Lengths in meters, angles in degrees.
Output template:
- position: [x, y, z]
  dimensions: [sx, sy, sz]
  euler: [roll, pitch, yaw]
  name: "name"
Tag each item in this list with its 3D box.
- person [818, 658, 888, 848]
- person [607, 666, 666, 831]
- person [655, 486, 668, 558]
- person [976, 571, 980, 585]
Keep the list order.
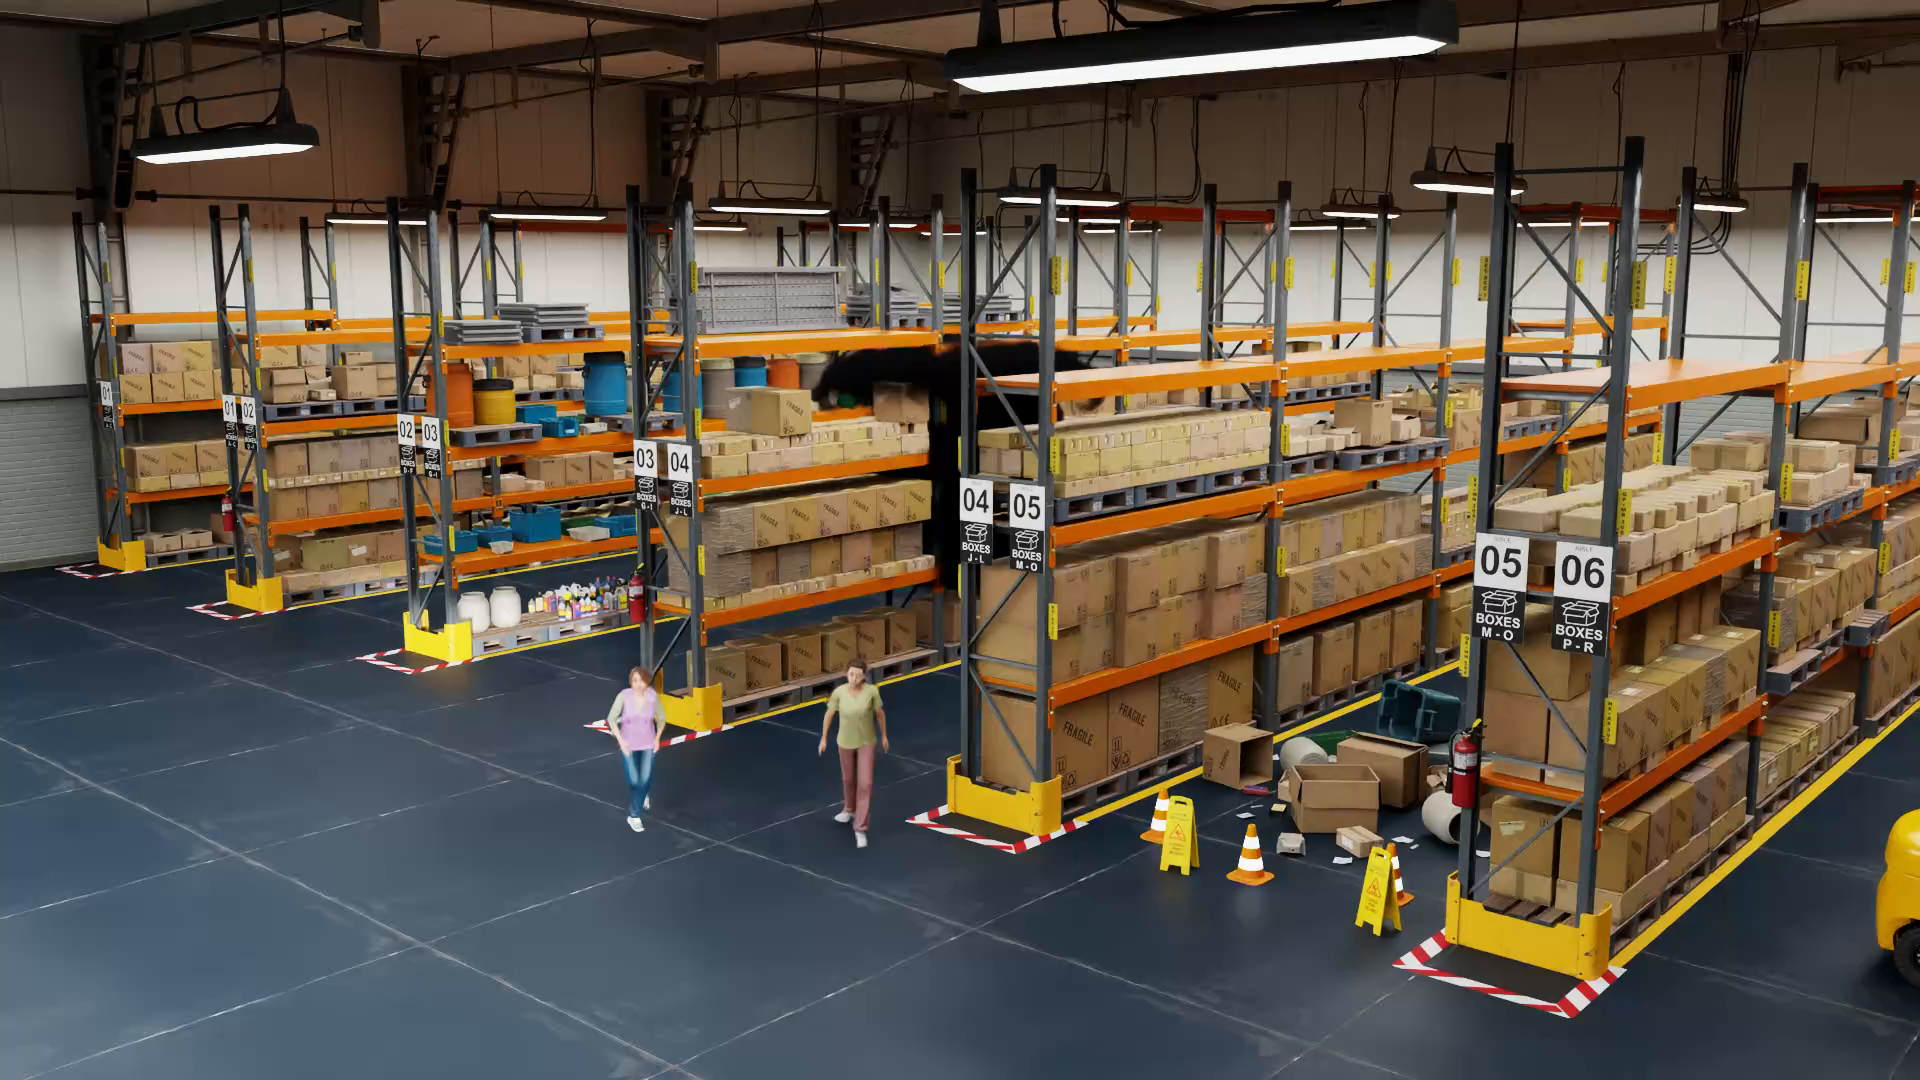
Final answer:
- position: [-0.965, 1.859, 15.039]
  dimensions: [0.634, 1.657, 0.831]
  euler: [0, 9, -2]
  name: "person"
- position: [-2.978, 1.892, 15.360]
  dimensions: [0.535, 1.555, 0.541]
  euler: [-2, 10, -14]
  name: "person"
- position: [-4.932, -0.190, 27.439]
  dimensions: [0.546, 1.592, 0.888]
  euler: [6, 11, 33]
  name: "person"
- position: [0.426, -0.162, 25.551]
  dimensions: [0.844, 1.723, 0.578]
  euler: [-9, 13, -44]
  name: "person"
